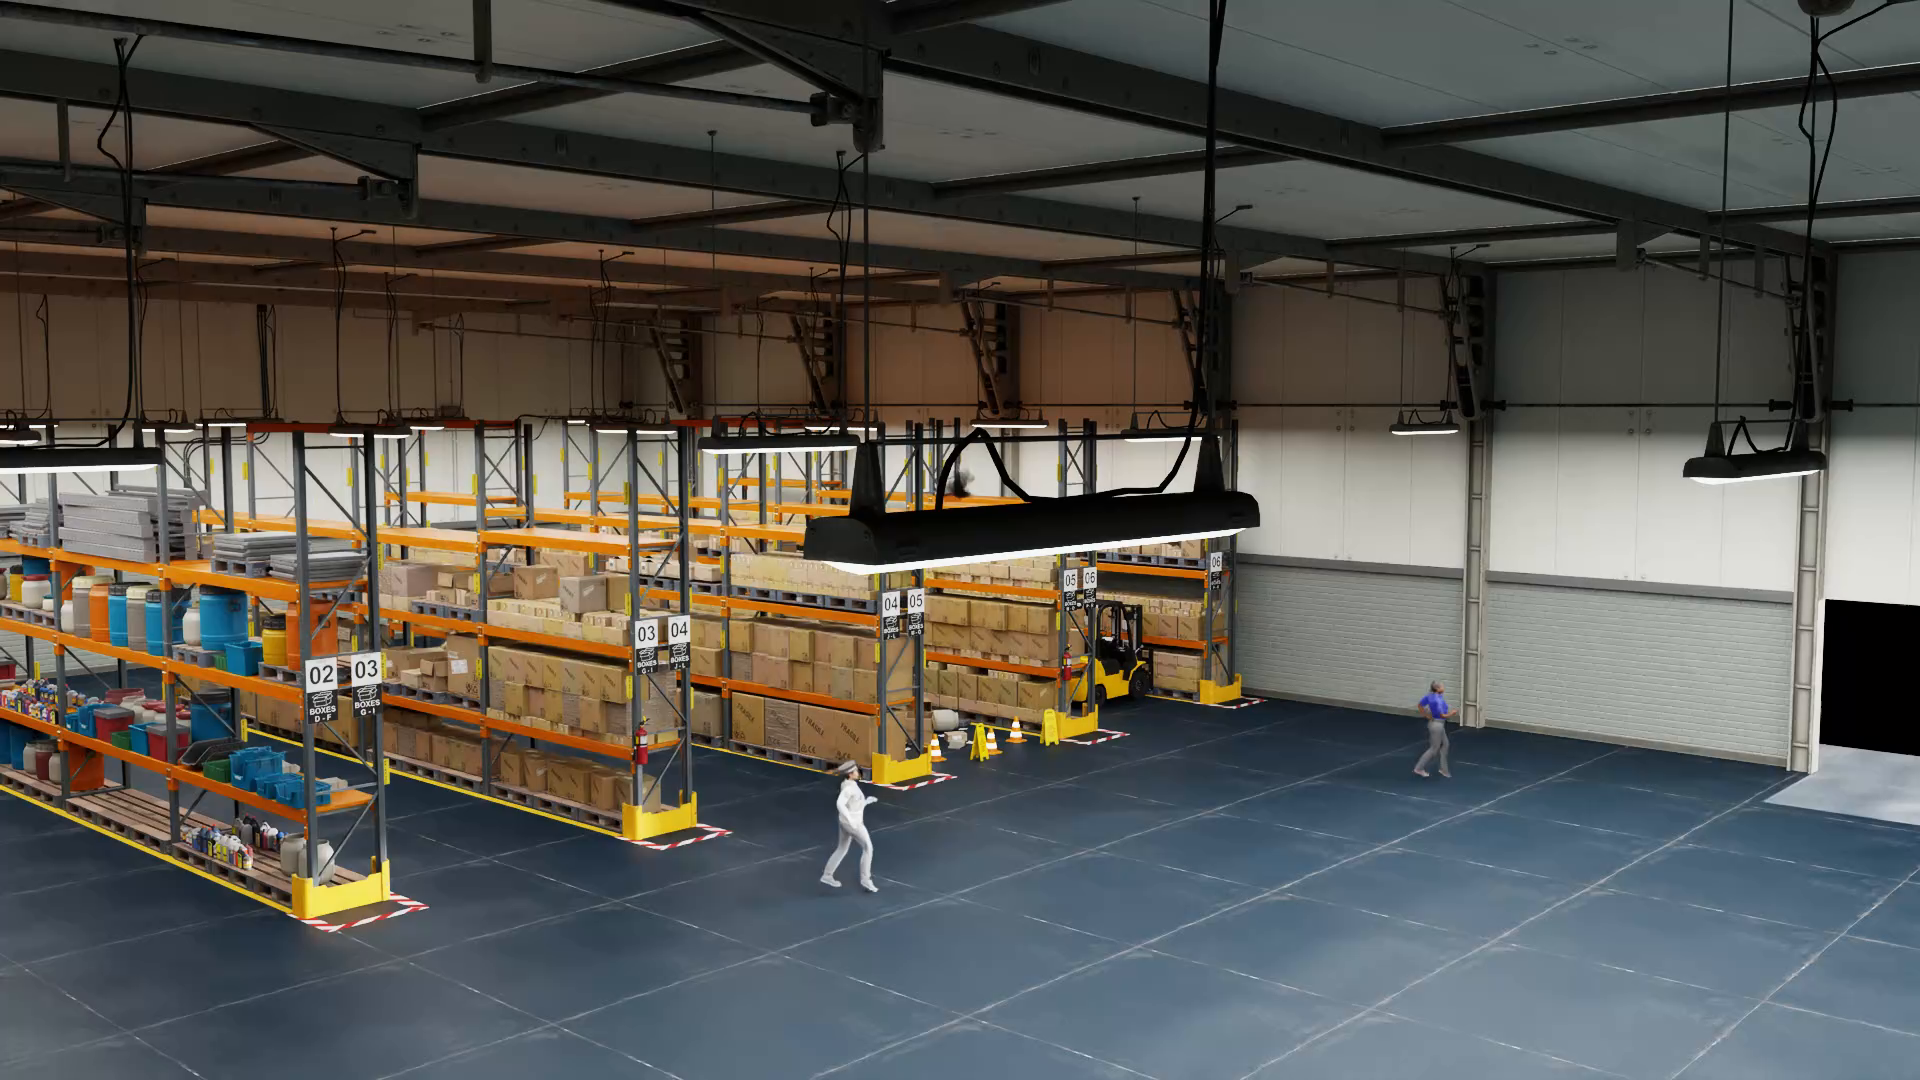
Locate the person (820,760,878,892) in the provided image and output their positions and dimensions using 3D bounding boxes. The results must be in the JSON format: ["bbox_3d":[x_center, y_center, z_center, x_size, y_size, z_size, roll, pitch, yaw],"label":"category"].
[{"bbox_3d":[-1.433,3.724,21.567,0.764,1.747,0.582,-2,5,-22],"label":"person"}]

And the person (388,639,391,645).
[{"bbox_3d":[-12.740,2.648,36.363,0.542,1.500,0.889,-3,6,-36],"label":"person"}]

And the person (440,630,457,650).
[{"bbox_3d":[-10.618,2.680,34.626,0.968,1.662,0.601,3,6,36],"label":"person"}]

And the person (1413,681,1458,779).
[{"bbox_3d":[8.005,3.213,28.002,0.742,1.713,0.560,0,5,0],"label":"person"}]
